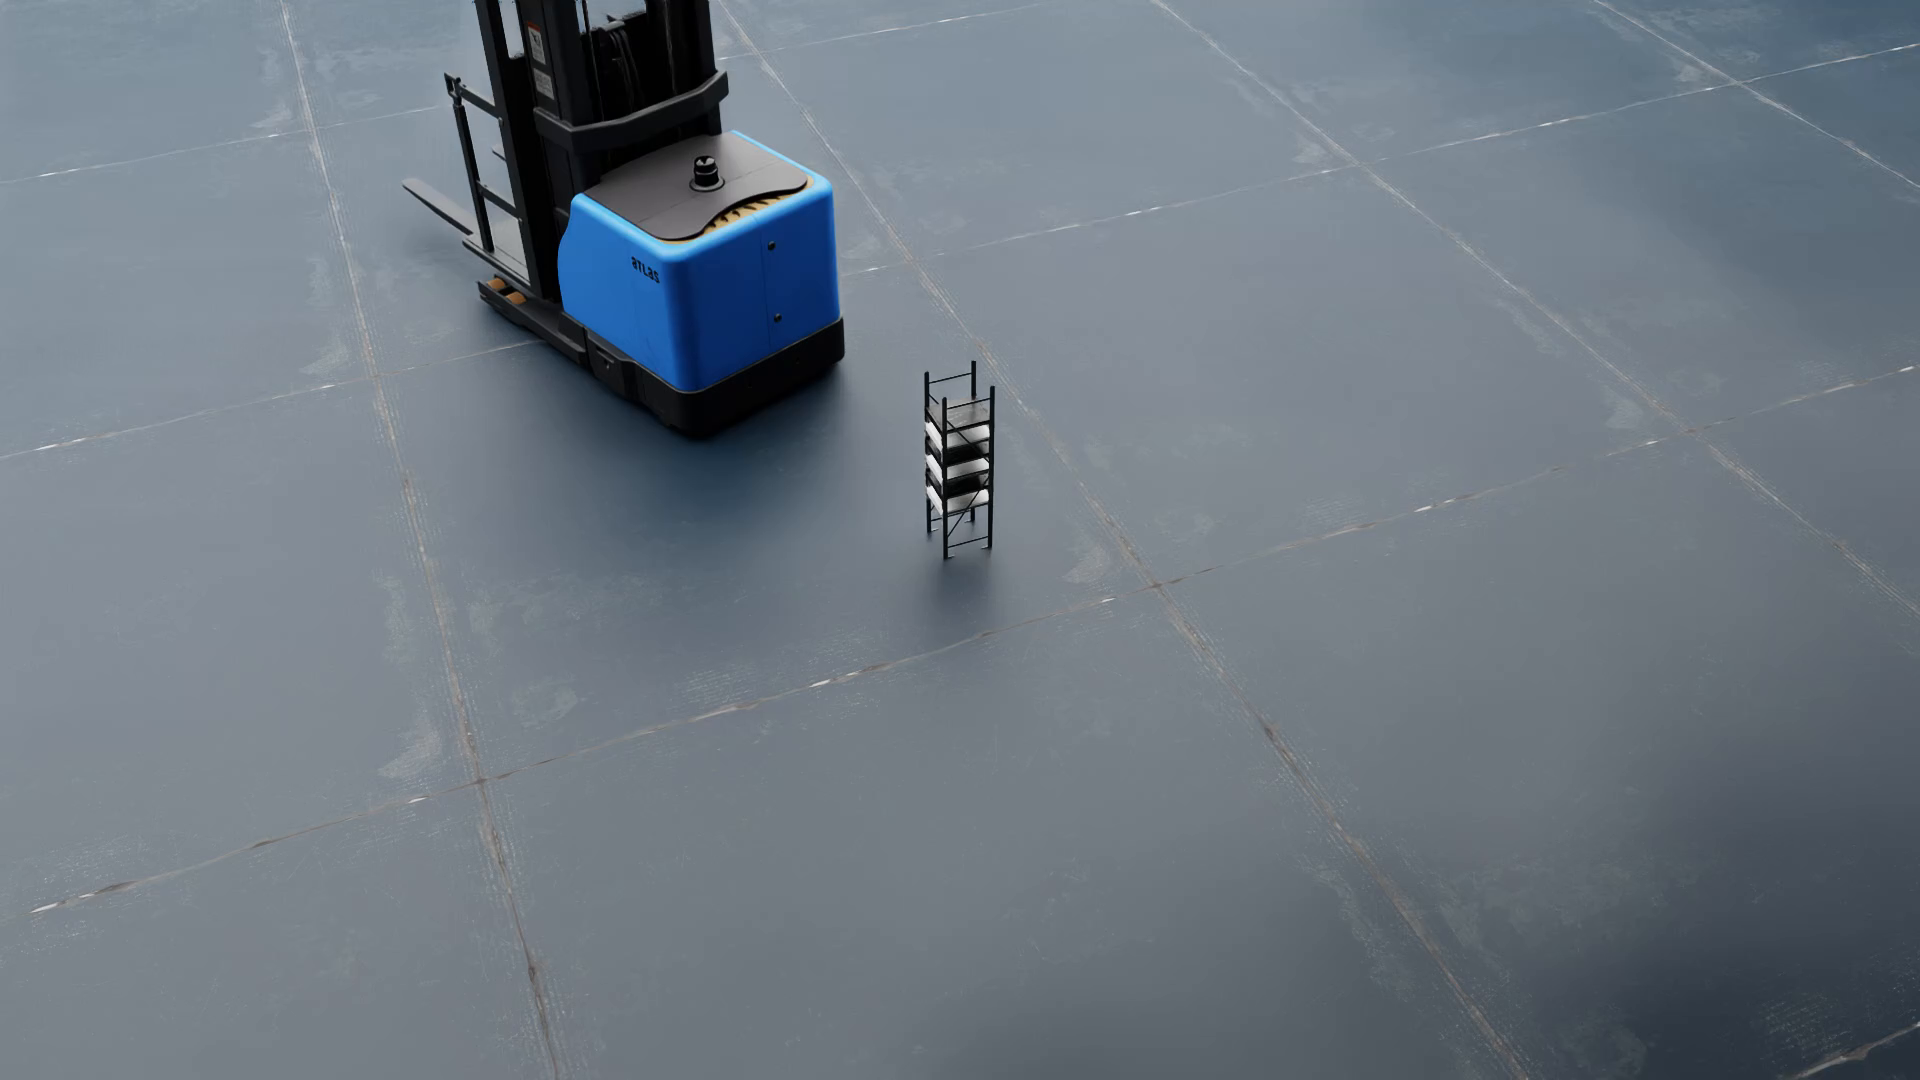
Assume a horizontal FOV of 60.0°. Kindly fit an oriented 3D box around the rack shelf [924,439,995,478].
[{"bbox_3d":[-0.003,-0.389,7.344,0.258,0.077,0.200,-15,43,-17],"label":"rack shelf"}]

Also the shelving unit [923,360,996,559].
[{"bbox_3d":[-0.003,-0.346,7.381,0.258,0.900,0.210,-15,43,-17],"label":"shelving unit"}]

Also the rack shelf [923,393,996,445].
[{"bbox_3d":[-0.003,-0.526,7.227,0.258,0.077,0.200,-15,43,-17],"label":"rack shelf"}]

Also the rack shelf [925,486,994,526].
[{"bbox_3d":[-0.003,-0.184,7.520,0.258,0.077,0.200,-15,43,-17],"label":"rack shelf"}]

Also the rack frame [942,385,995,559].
[{"bbox_3d":[0.036,-0.285,7.310,0.240,0.900,0.006,-15,43,-17],"label":"rack frame"}]

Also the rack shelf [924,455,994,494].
[{"bbox_3d":[-0.003,-0.321,7.403,0.258,0.077,0.200,-15,43,-17],"label":"rack shelf"}]

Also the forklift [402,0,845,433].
[{"bbox_3d":[-1.990,-2.499,8.327,1.130,2.935,3.031,-33,50,-32],"label":"forklift"}]

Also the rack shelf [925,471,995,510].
[{"bbox_3d":[-0.003,-0.253,7.461,0.258,0.077,0.200,-15,43,-17],"label":"rack shelf"}]

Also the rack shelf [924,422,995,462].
[{"bbox_3d":[-0.003,-0.457,7.285,0.258,0.077,0.200,-15,43,-17],"label":"rack shelf"}]

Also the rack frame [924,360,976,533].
[{"bbox_3d":[-0.042,-0.407,7.452,0.240,0.900,0.006,-15,43,-17],"label":"rack frame"}]
